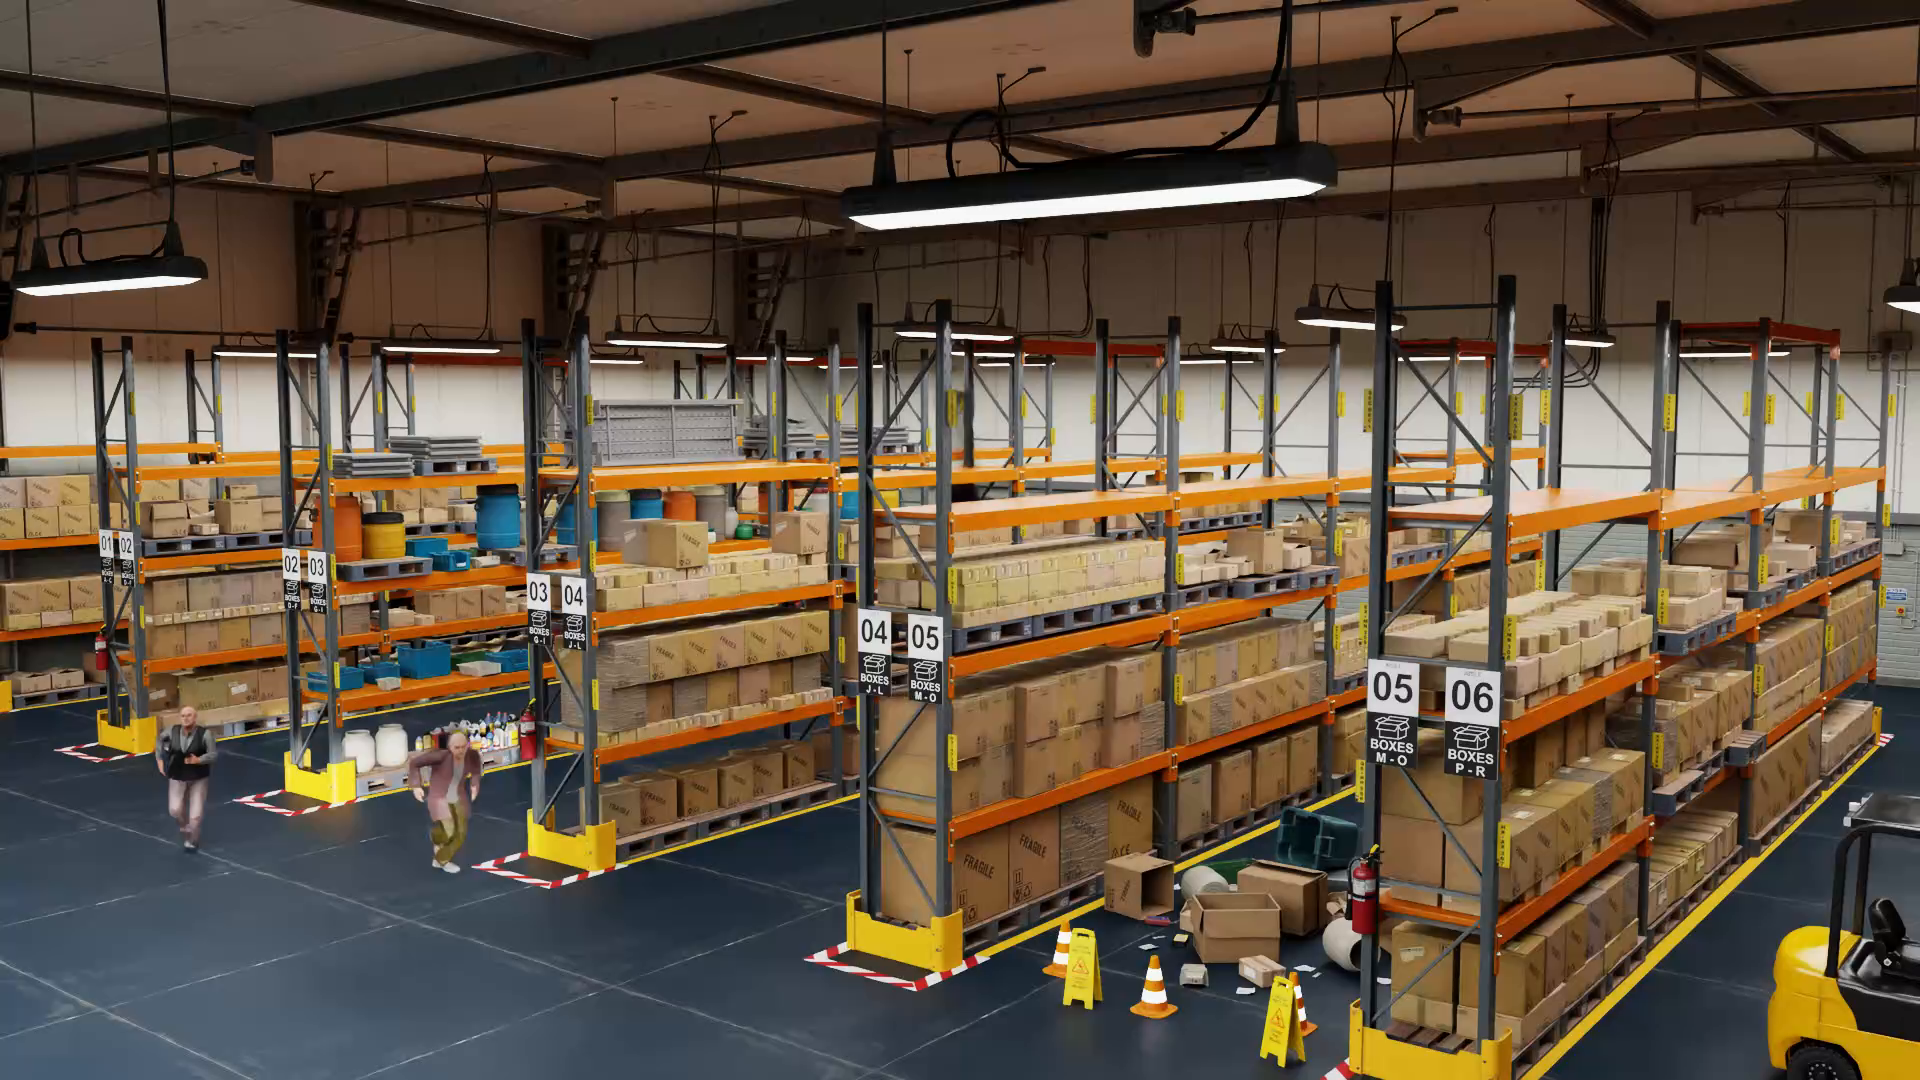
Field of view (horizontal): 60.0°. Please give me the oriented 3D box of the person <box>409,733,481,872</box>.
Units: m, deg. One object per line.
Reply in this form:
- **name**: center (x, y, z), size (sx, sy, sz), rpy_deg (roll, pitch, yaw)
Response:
- **person**: center (-5.511, 2.827, 17.846), size (0.735, 1.597, 0.872), rpy_deg (-4, 6, -40)

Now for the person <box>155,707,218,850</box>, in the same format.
- **person**: center (-8.676, 2.690, 18.653), size (0.691, 1.671, 0.753), rpy_deg (-1, 5, -15)

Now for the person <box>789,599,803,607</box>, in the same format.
- **person**: center (-3.259, 1.590, 31.814), size (0.654, 1.657, 0.752), rpy_deg (4, 6, 37)
